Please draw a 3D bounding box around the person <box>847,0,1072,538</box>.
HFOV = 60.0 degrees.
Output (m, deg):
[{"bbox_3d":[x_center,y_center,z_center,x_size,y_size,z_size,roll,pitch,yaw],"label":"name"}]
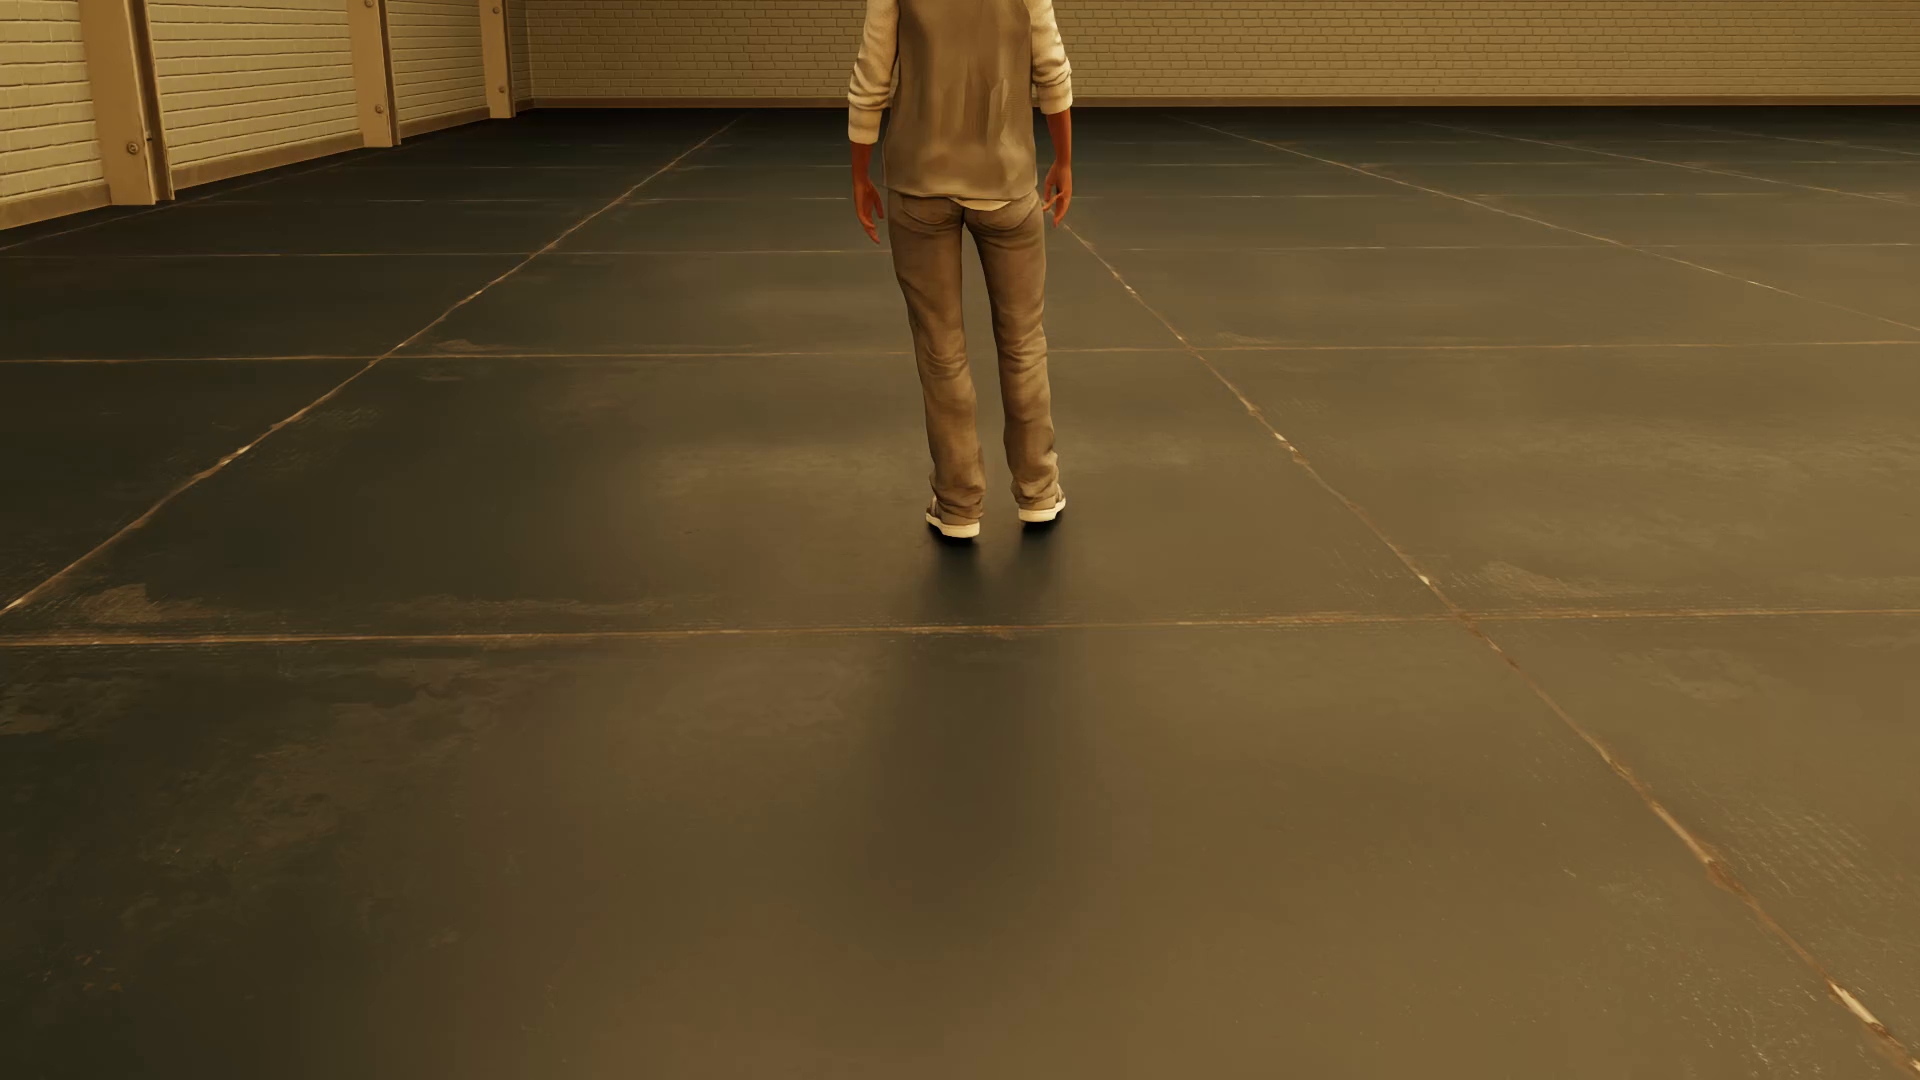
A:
[{"bbox_3d":[0.010,-0.793,3.754,0.520,1.599,0.473,-1,17,-3],"label":"person"}]
